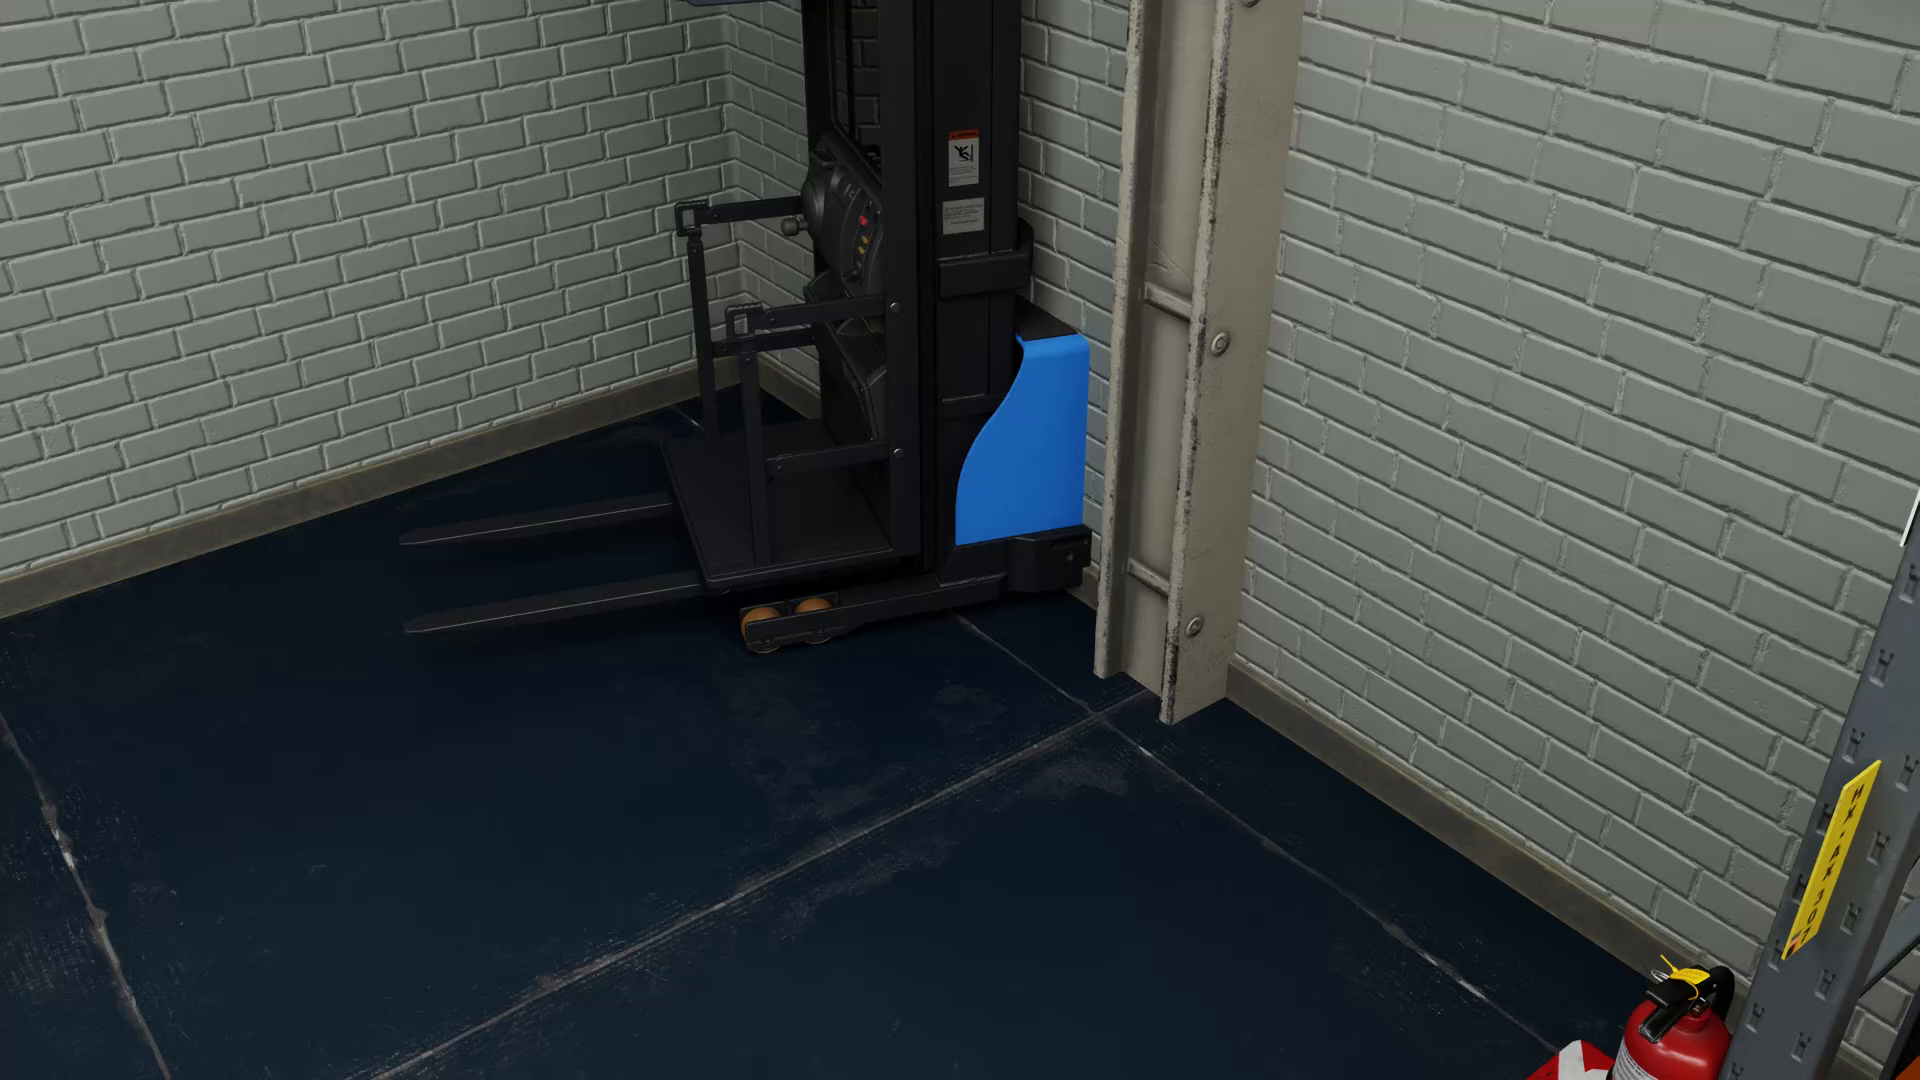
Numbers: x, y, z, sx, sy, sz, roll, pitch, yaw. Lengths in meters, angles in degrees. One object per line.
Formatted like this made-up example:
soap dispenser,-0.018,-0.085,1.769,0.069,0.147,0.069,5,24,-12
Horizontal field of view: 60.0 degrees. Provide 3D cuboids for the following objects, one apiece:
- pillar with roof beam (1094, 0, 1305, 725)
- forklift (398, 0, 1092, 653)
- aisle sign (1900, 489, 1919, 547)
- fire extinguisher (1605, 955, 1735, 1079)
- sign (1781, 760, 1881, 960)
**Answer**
pillar with roof beam,-2.681,-1.923,1.317,9.100,9.000,0.400,-22,38,-31
forklift,-0.600,-1.144,5.814,3.031,2.935,1.130,-10,33,-15
aisle sign,1.387,-0.390,2.071,0.394,0.787,0.004,-22,38,-31
fire extinguisher,1.205,0.927,2.840,0.296,0.674,0.183,-22,38,-31
sign,1.232,0.456,2.352,0.100,0.325,0.005,-22,38,-31
